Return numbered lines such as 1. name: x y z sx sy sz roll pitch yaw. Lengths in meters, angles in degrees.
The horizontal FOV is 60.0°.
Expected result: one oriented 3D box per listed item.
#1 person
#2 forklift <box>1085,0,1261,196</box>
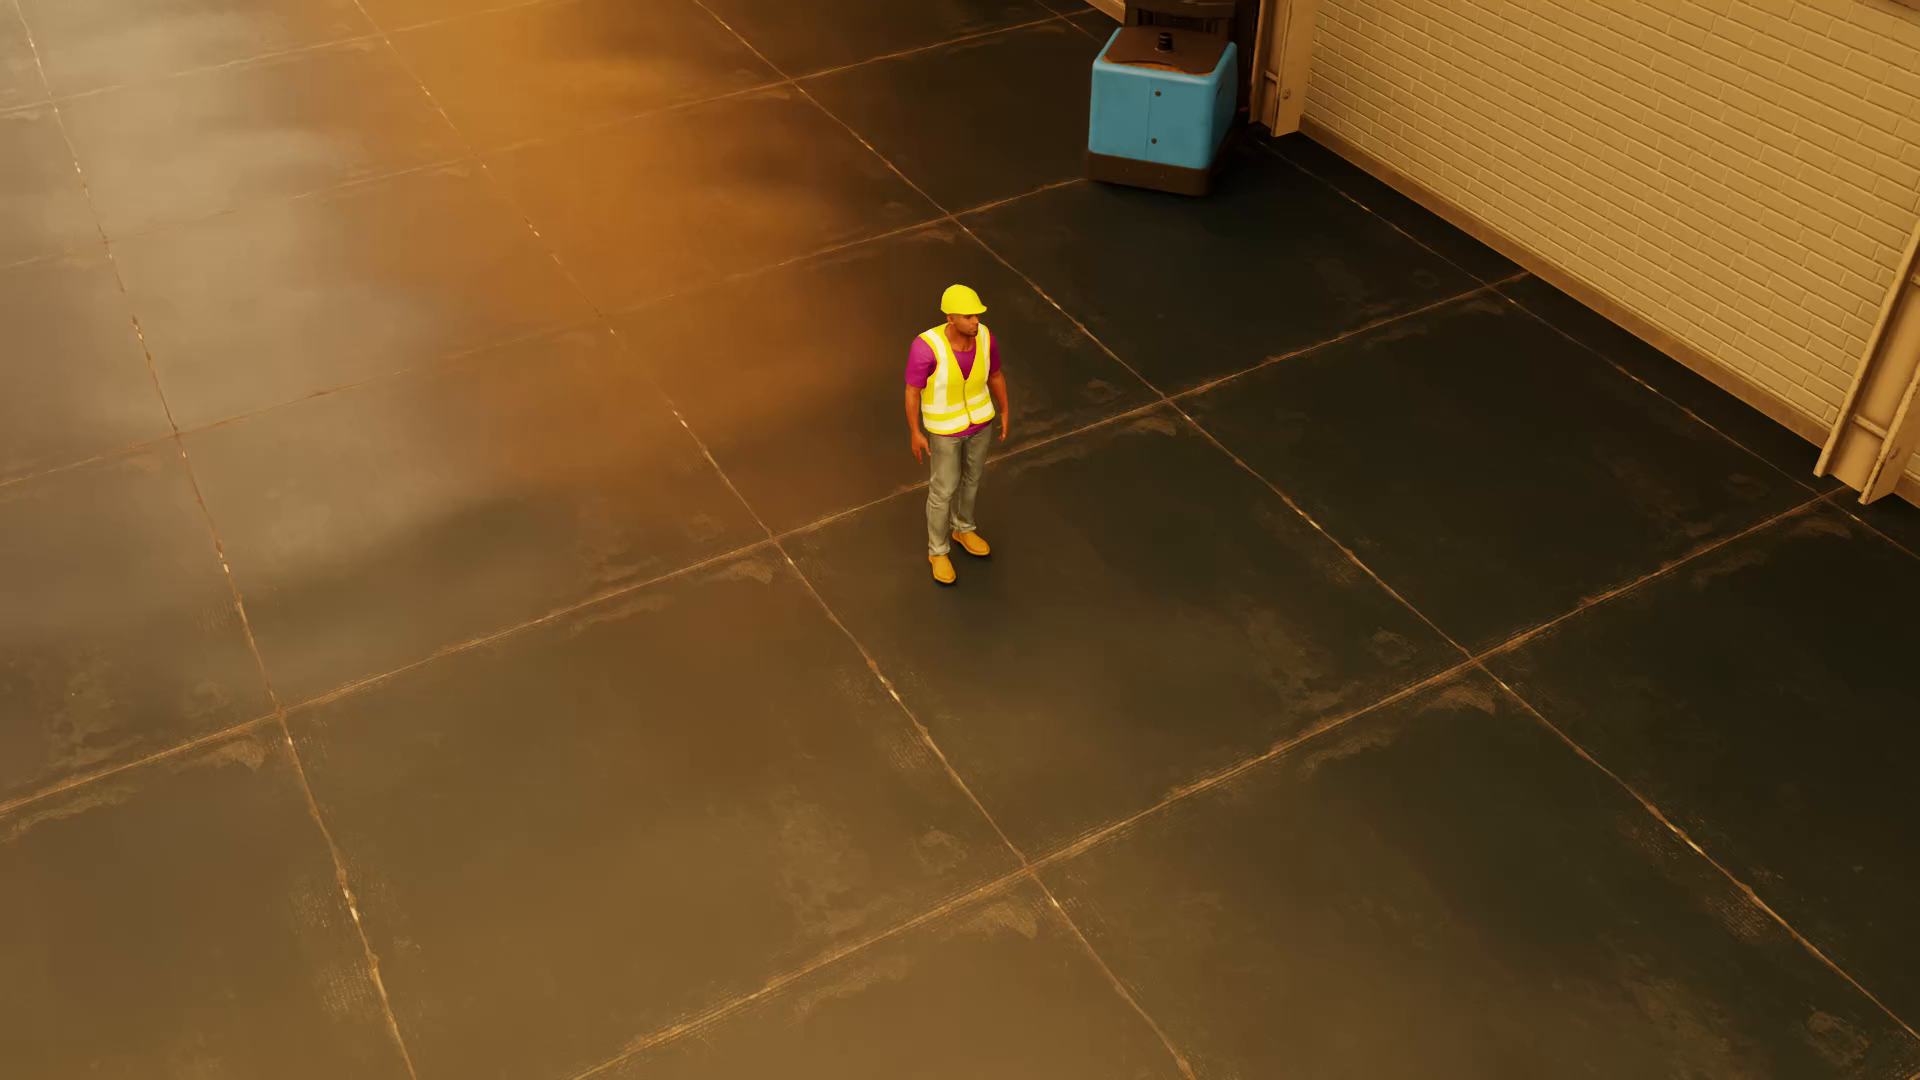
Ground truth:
1. person: 0.029 -0.645 9.715 0.665 1.765 0.577 -20 44 -23
2. forklift: 2.013 -4.889 13.930 1.130 2.935 3.031 13 41 15
